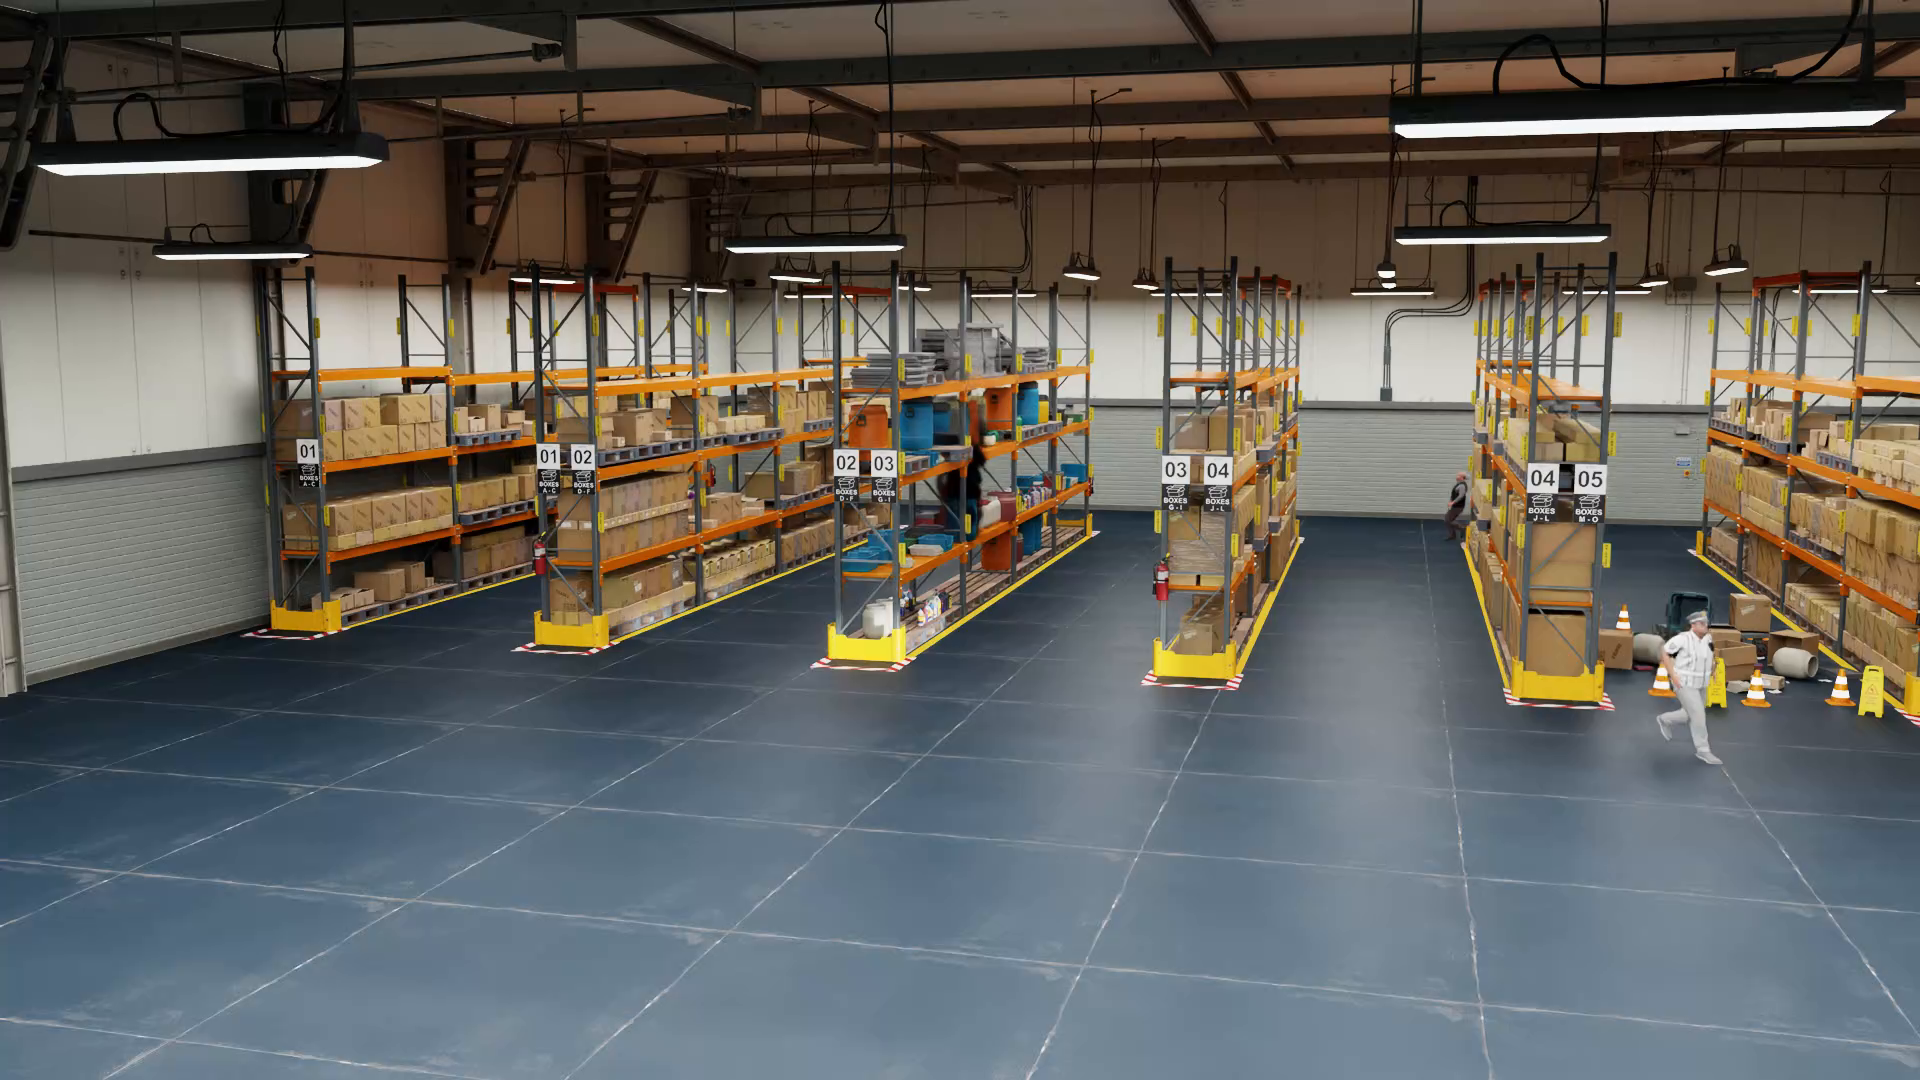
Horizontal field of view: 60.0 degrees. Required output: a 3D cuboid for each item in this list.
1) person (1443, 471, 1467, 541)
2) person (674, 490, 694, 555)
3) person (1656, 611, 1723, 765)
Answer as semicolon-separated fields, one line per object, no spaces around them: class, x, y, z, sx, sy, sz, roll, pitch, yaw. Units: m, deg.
person;11.727;-0.785;39.212;0.599;1.682;0.713;2;8;18
person;-6.026;-0.447;36.129;0.674;1.832;0.784;0;7;3
person;8.546;1.678;19.497;0.686;1.776;0.944;-3;8;-25
